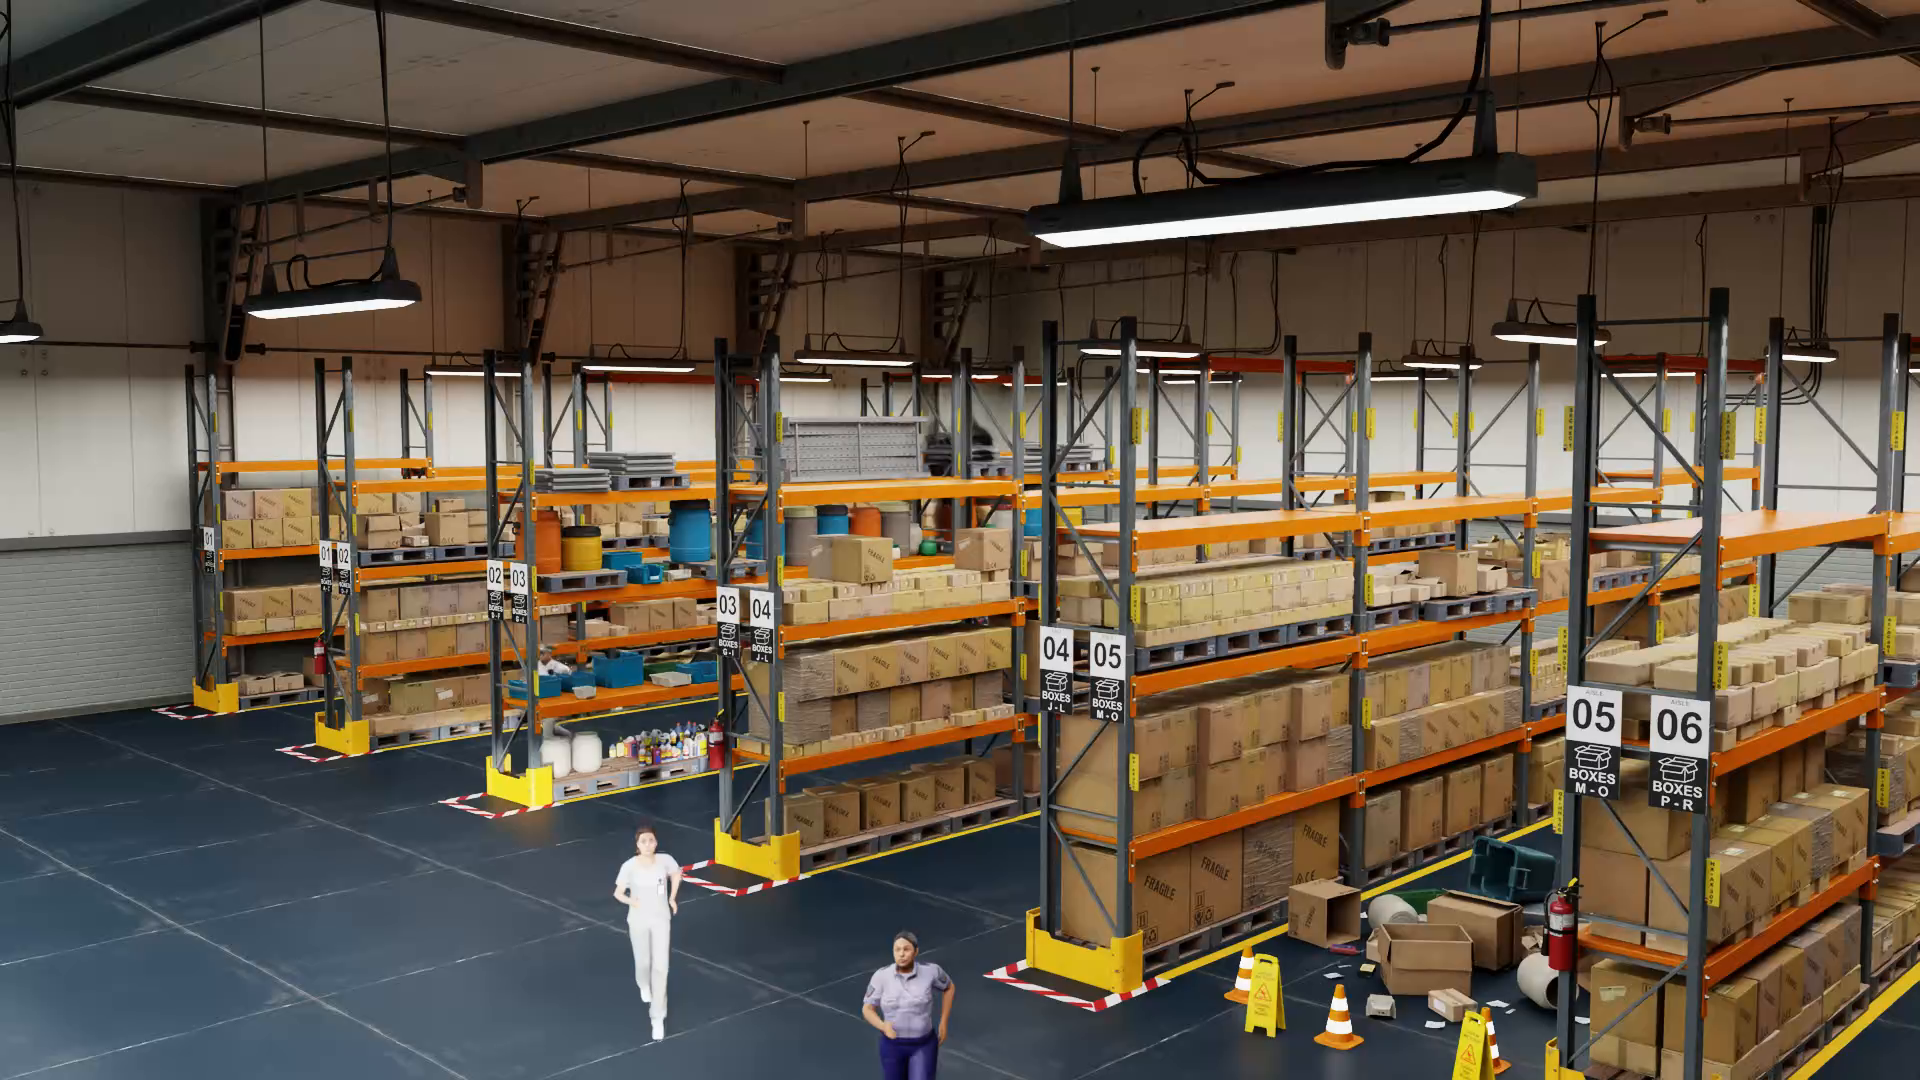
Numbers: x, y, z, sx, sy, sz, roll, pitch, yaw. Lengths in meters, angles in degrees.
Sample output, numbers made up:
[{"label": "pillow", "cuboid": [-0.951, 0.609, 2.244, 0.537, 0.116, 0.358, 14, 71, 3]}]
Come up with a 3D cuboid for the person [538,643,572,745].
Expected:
[{"label": "person", "cuboid": [-6.060, 2.392, 24.712, 0.647, 1.768, 0.943, 2, 5, 29]}]

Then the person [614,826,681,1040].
[{"label": "person", "cuboid": [-2.631, 3.243, 14.052, 0.566, 1.684, 0.956, -1, 5, -13]}]

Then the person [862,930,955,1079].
[{"label": "person", "cuboid": [-0.357, 3.494, 11.330, 0.604, 1.698, 0.718, 1, 4, 7]}]
